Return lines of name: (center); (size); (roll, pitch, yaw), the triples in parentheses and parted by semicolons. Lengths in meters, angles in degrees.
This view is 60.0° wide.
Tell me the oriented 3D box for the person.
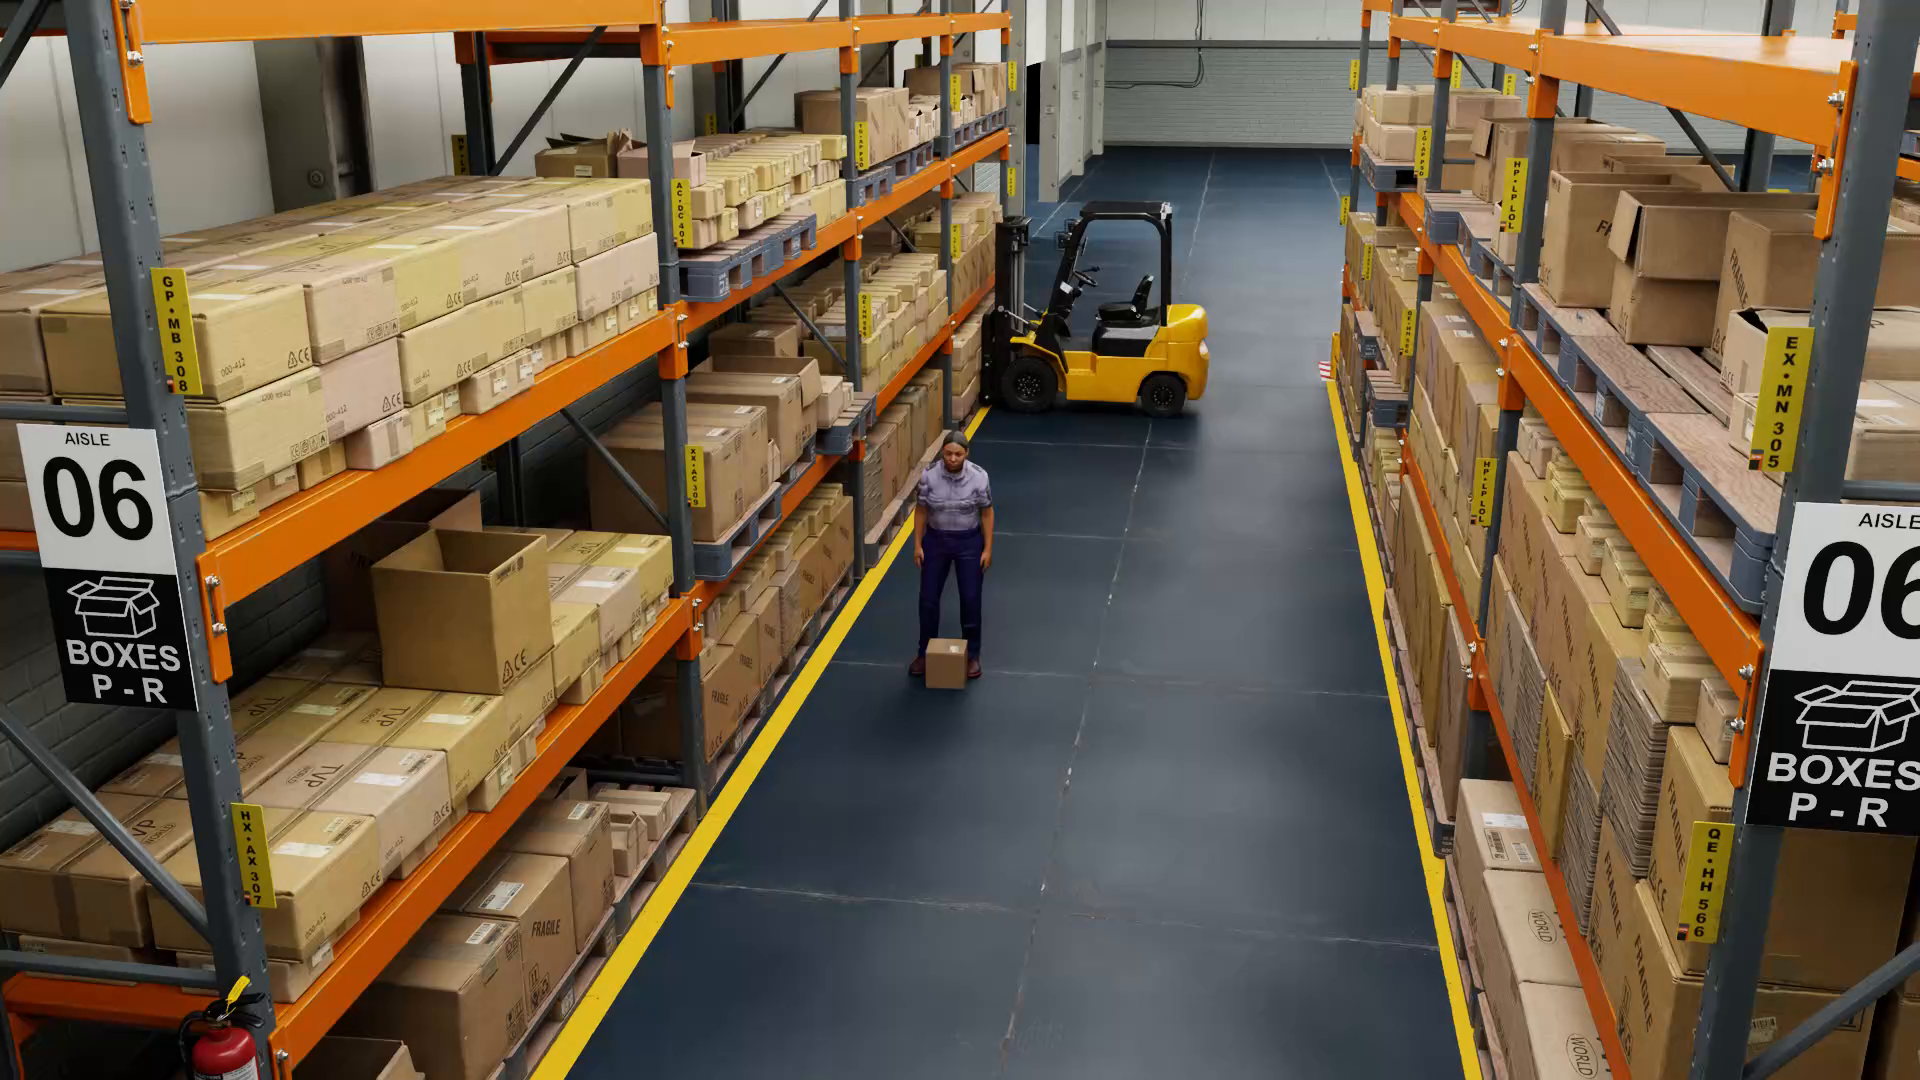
person: (-0.058, 0.070, 10.850); (0.540, 1.652, 0.369); (3, 18, 9)
